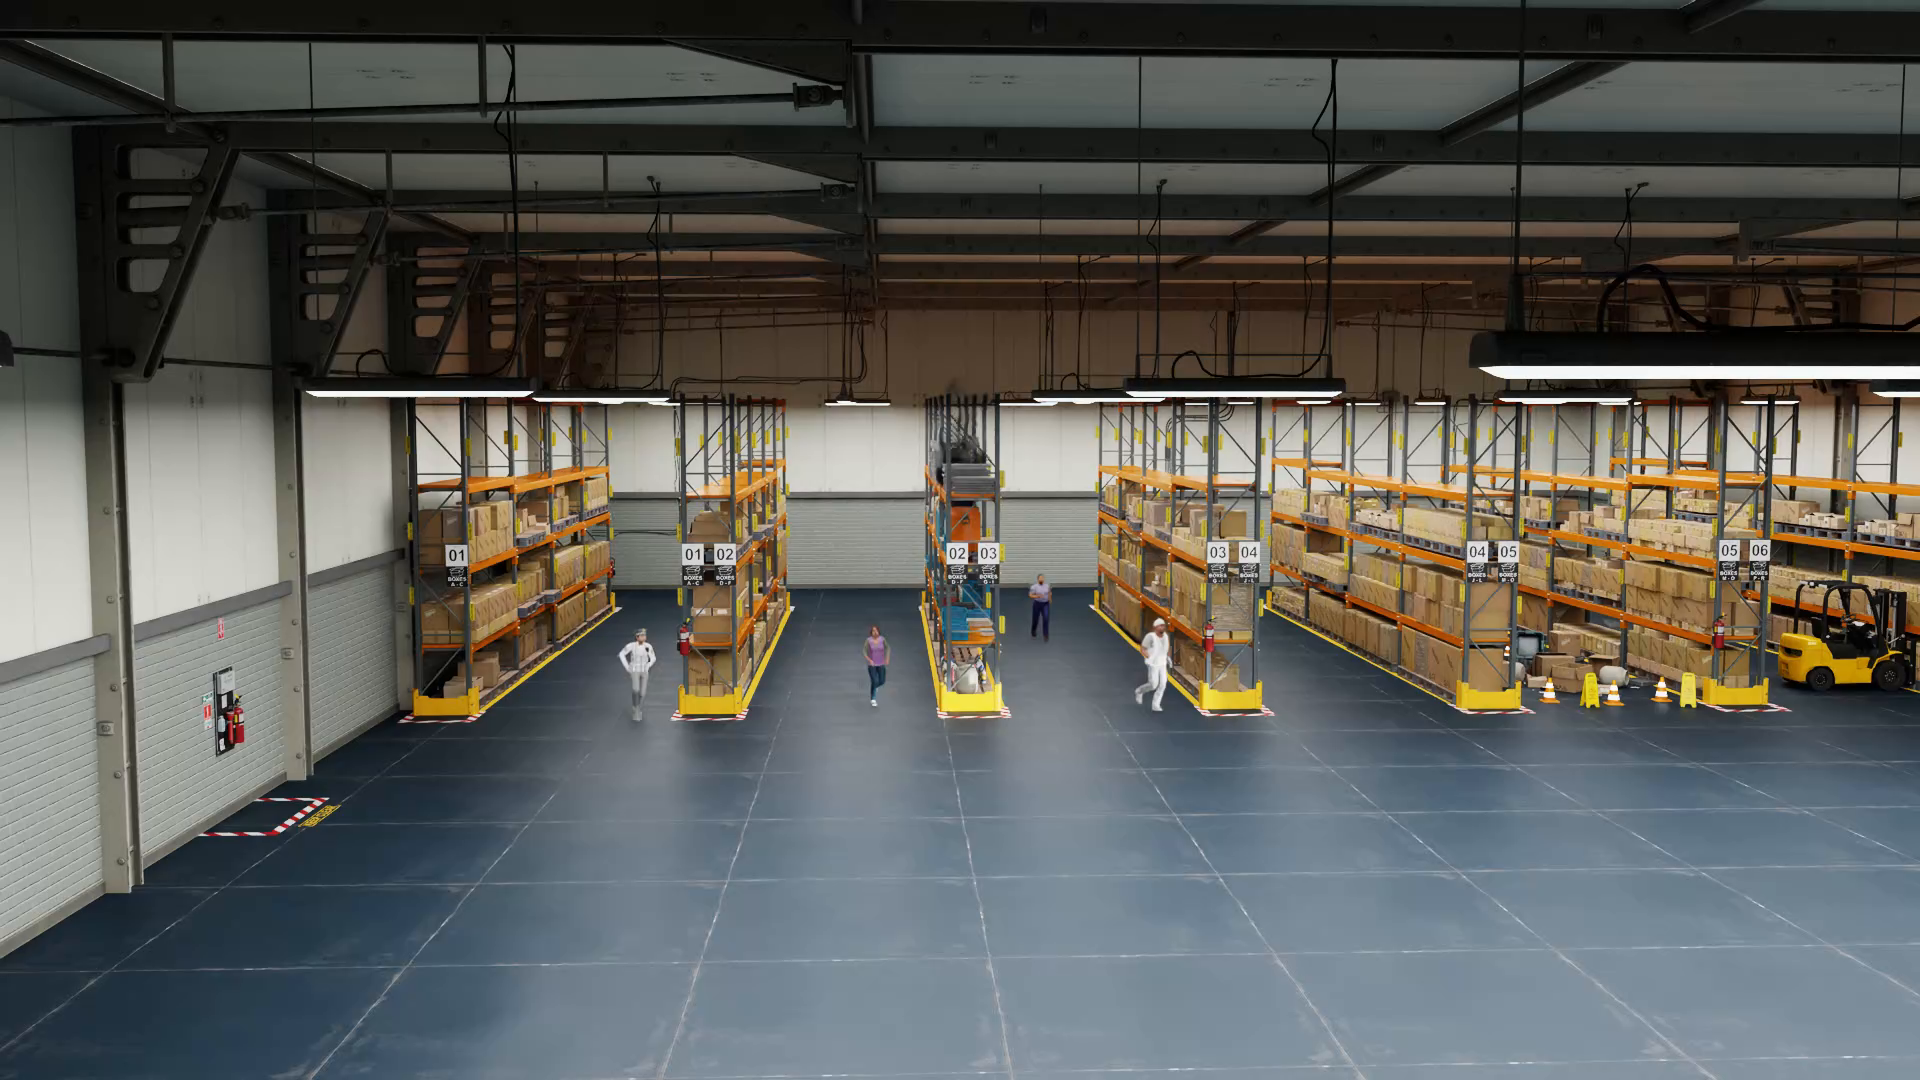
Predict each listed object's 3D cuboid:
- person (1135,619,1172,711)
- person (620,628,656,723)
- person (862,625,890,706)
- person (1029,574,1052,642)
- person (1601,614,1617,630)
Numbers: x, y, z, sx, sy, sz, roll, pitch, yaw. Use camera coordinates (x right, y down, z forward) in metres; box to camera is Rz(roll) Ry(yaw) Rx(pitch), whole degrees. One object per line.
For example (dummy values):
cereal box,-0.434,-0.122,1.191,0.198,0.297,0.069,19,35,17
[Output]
person,3.720,2.358,31.620,0.727,1.740,0.708,-3,6,-37
person,-5.917,2.472,30.667,0.620,1.717,0.679,-2,5,-29
person,-1.612,2.420,32.099,0.565,1.565,0.606,-1,5,-14
person,1.995,1.648,40.994,0.607,1.632,0.941,-1,5,-9
person,16.157,1.668,41.300,0.521,1.561,0.570,-1,5,-9
